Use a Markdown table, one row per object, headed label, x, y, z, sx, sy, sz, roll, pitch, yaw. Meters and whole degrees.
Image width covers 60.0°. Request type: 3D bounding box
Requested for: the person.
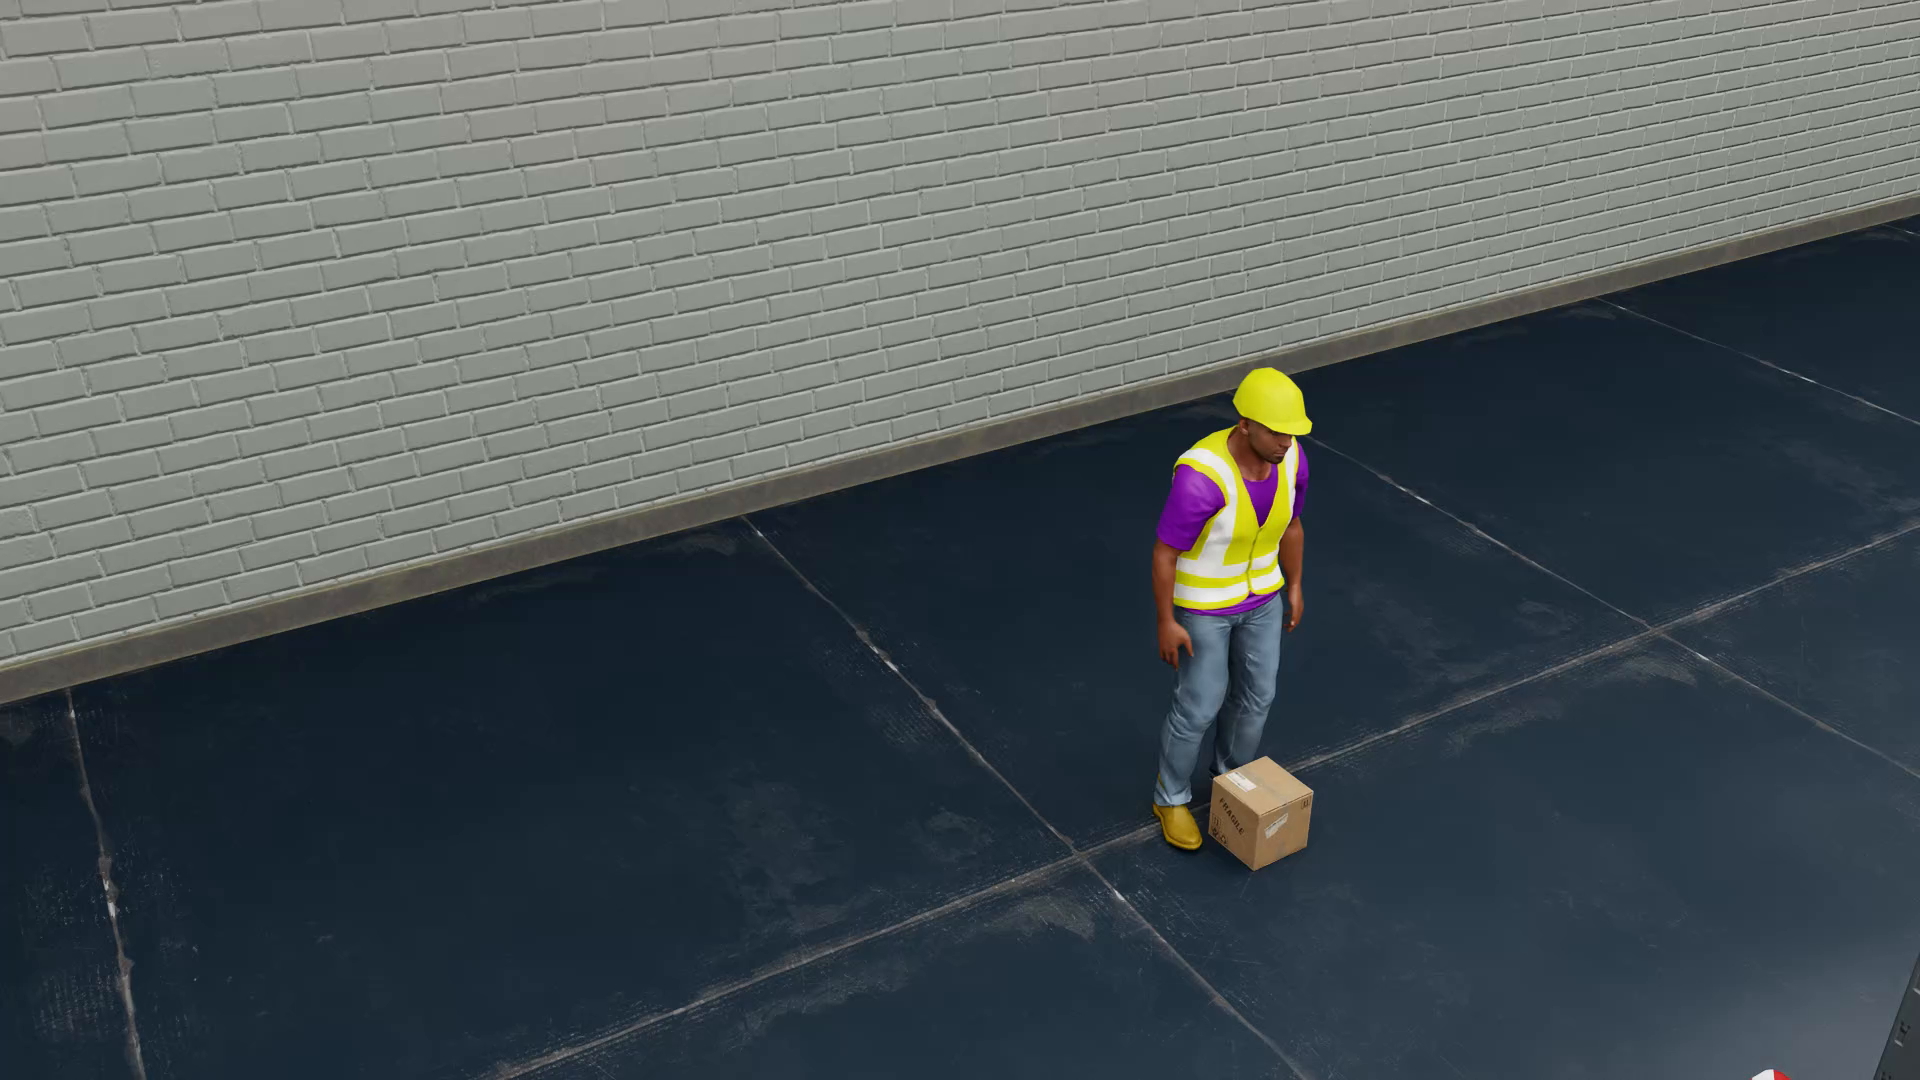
| label | x | y | z | sx | sy | sz | roll | pitch | yaw |
| --- | --- | --- | --- | --- | --- | --- | --- | --- | --- |
| person | 0.935 | 0.218 | 5.711 | 0.626 | 1.760 | 0.461 | -16 | 33 | -26 |
